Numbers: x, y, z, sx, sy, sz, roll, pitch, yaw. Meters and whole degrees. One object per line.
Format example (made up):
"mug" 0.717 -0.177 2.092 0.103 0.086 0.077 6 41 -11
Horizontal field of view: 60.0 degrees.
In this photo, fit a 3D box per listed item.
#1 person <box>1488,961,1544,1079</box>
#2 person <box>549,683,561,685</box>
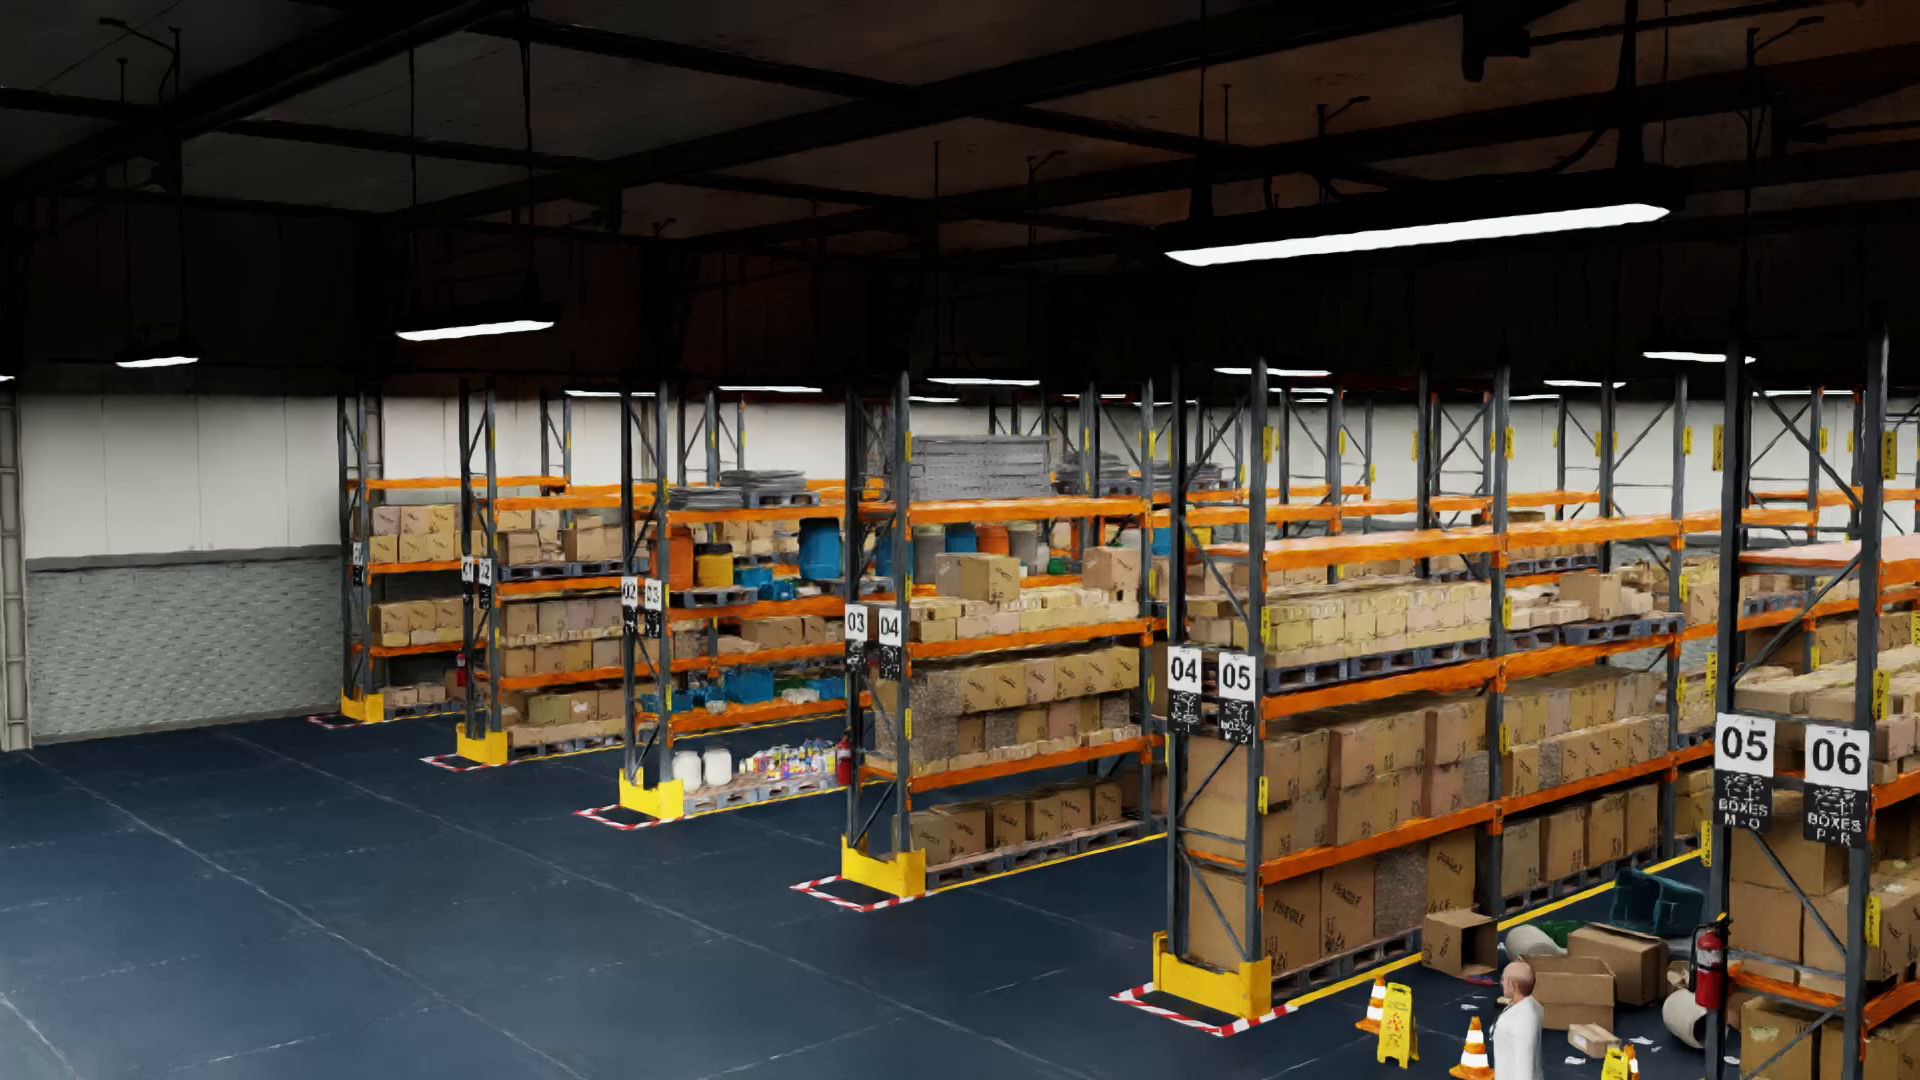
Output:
"person" 3.645 3.587 10.631 0.586 1.769 0.690 1 4 21
"person" -7.063 2.455 28.921 0.401 1.598 0.465 1 4 16
